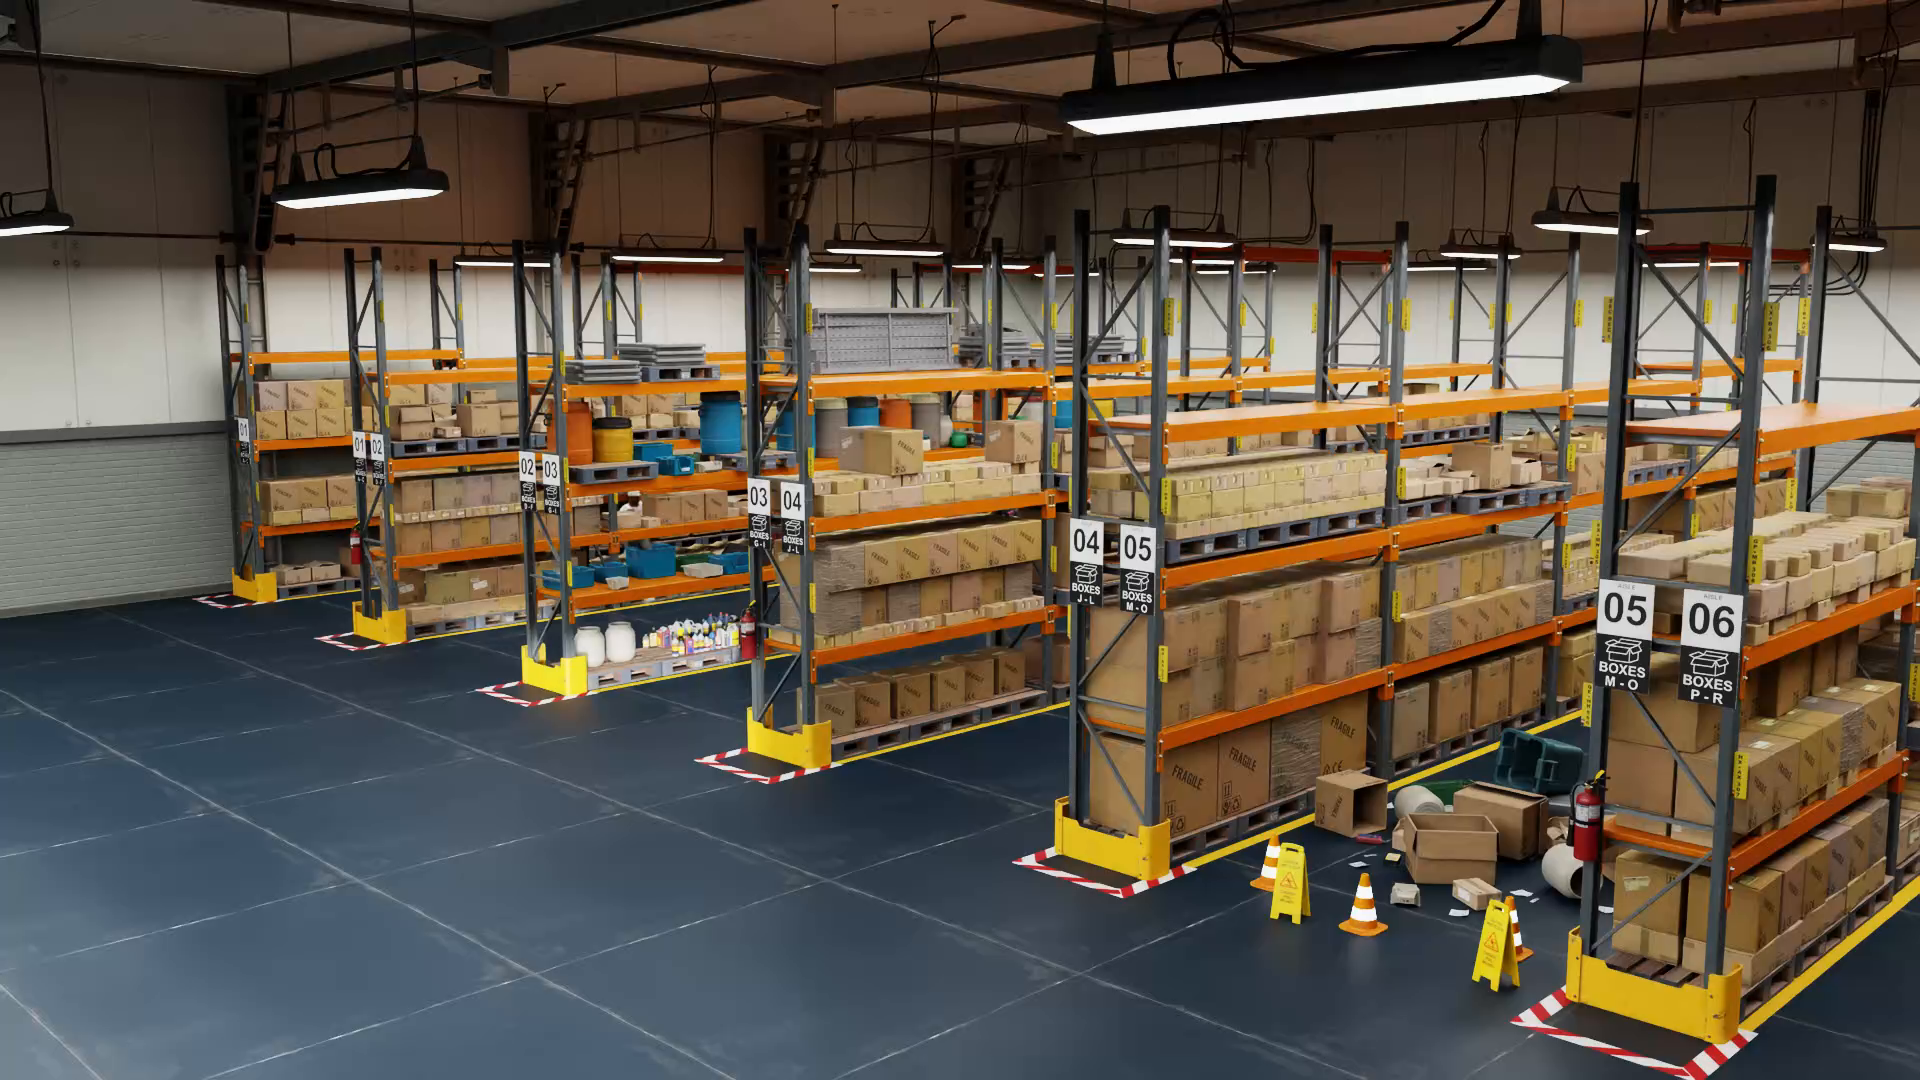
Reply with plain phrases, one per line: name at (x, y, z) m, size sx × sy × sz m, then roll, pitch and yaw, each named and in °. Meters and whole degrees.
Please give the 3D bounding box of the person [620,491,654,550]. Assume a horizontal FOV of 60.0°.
person at (-5.999, -0.068, 30.920) m, size 0.670 × 1.808 × 0.494 m, roll -3°, pitch 9°, yaw -20°

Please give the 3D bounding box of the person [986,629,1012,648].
person at (0.497, 0.878, 23.623) m, size 0.506 × 1.695 × 0.466 m, roll 5°, pitch 9°, yaw 29°
